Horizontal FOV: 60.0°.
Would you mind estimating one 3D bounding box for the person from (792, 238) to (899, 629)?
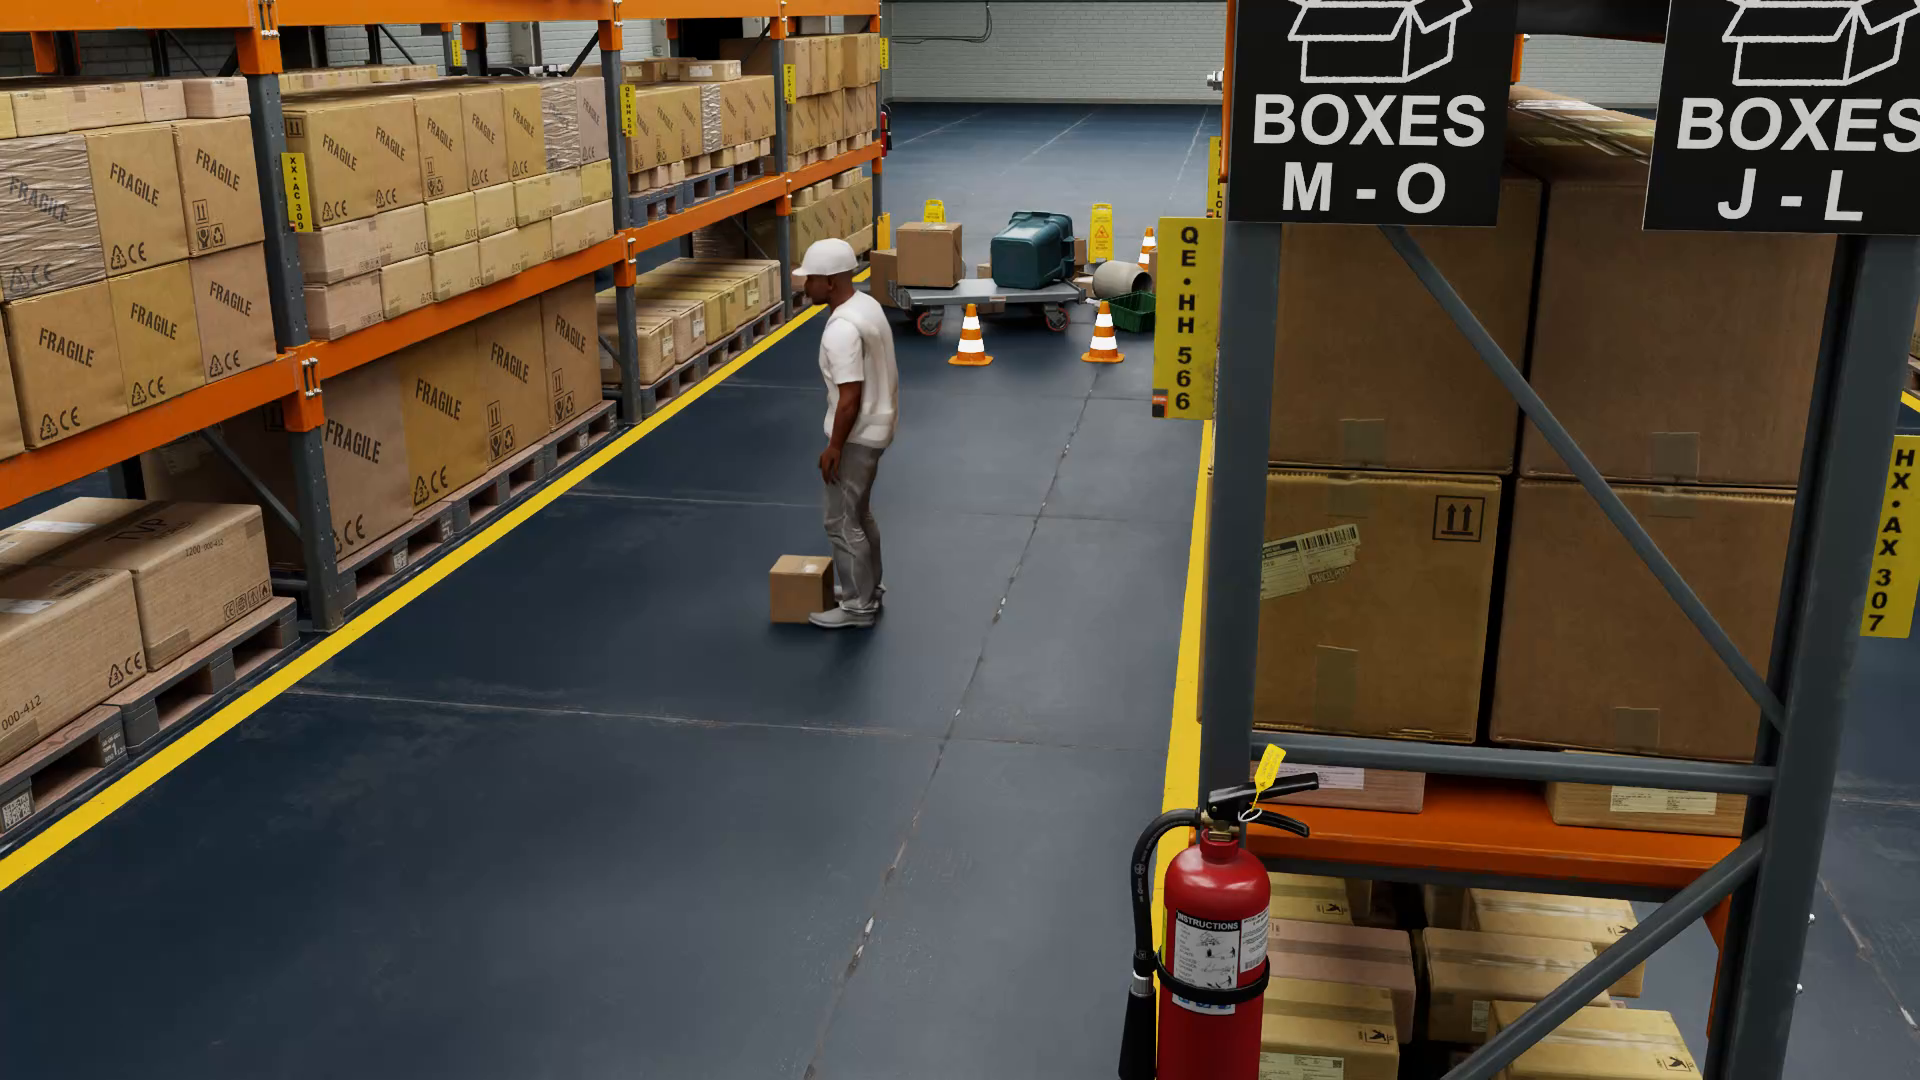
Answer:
[{"bbox_3d":[-0.506,-0.478,7.515,0.456,1.760,0.613,2,18,7],"label":"person"}]
